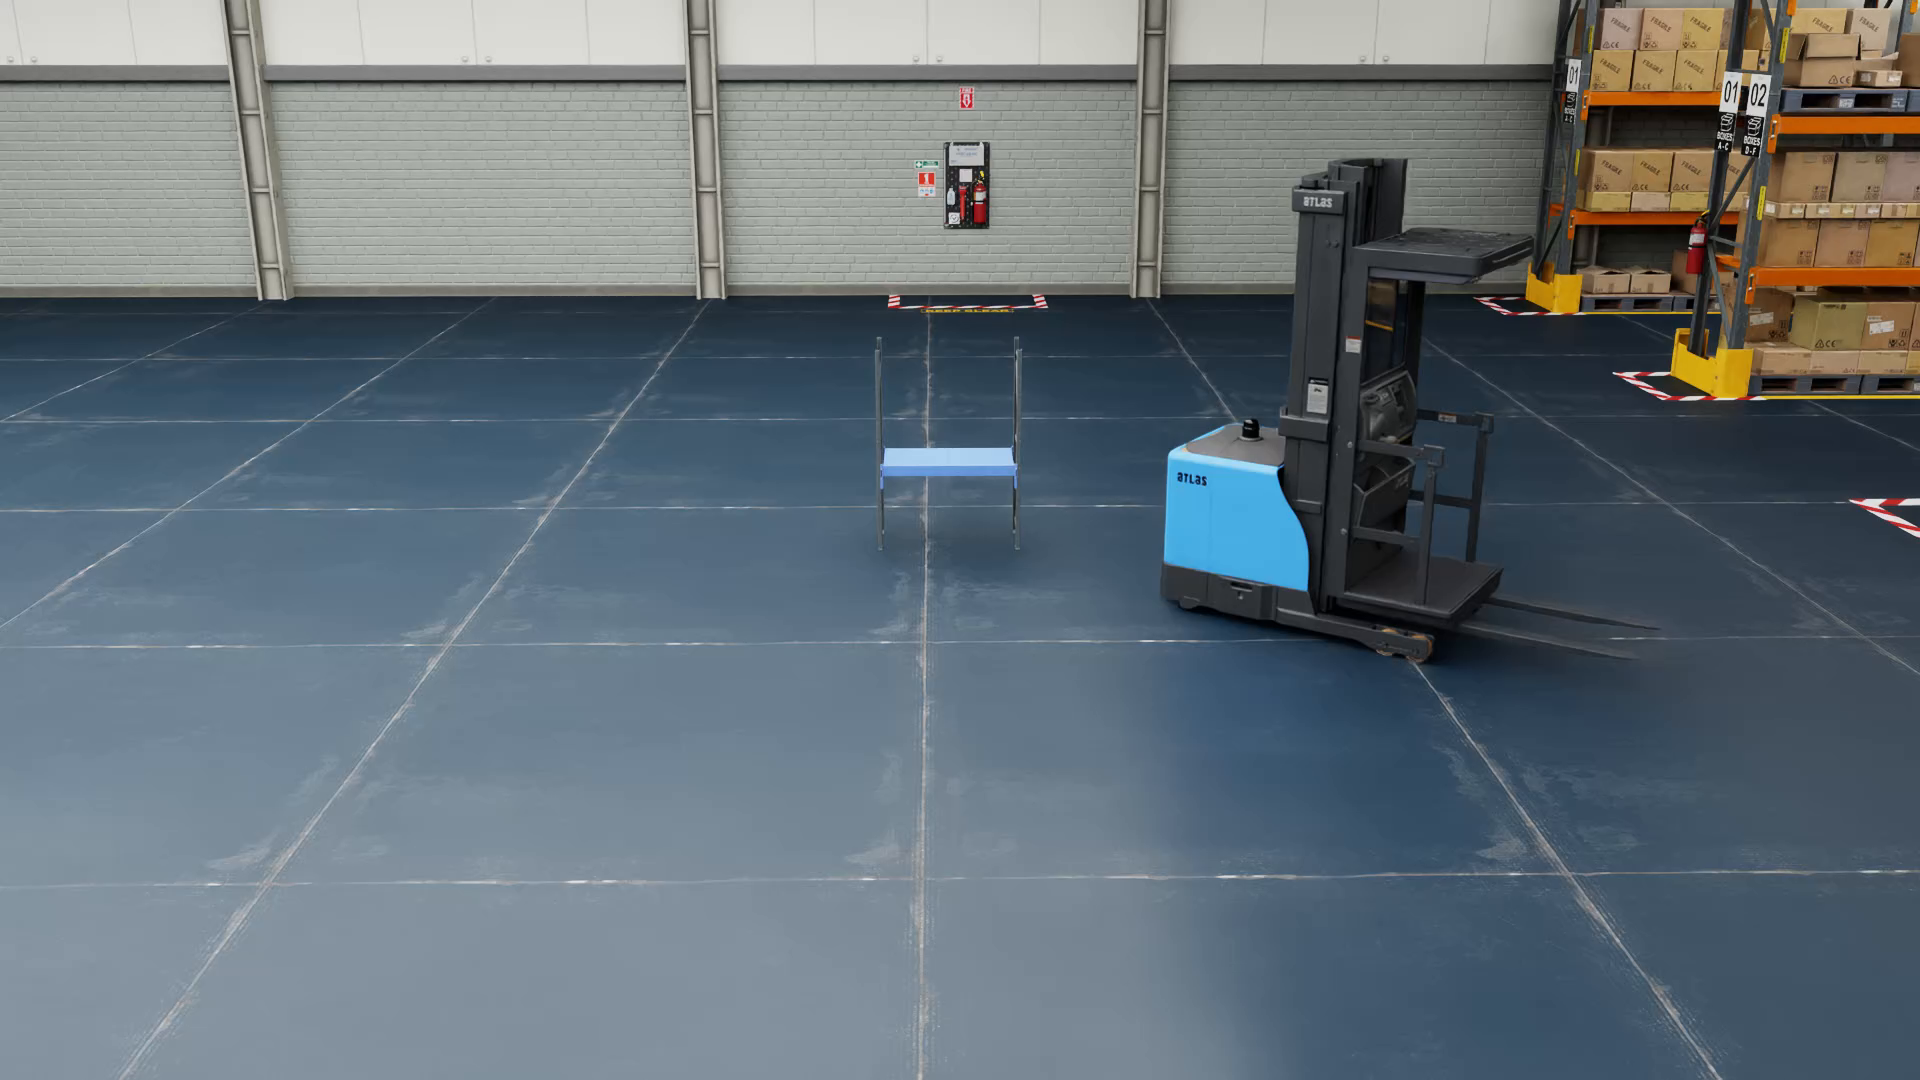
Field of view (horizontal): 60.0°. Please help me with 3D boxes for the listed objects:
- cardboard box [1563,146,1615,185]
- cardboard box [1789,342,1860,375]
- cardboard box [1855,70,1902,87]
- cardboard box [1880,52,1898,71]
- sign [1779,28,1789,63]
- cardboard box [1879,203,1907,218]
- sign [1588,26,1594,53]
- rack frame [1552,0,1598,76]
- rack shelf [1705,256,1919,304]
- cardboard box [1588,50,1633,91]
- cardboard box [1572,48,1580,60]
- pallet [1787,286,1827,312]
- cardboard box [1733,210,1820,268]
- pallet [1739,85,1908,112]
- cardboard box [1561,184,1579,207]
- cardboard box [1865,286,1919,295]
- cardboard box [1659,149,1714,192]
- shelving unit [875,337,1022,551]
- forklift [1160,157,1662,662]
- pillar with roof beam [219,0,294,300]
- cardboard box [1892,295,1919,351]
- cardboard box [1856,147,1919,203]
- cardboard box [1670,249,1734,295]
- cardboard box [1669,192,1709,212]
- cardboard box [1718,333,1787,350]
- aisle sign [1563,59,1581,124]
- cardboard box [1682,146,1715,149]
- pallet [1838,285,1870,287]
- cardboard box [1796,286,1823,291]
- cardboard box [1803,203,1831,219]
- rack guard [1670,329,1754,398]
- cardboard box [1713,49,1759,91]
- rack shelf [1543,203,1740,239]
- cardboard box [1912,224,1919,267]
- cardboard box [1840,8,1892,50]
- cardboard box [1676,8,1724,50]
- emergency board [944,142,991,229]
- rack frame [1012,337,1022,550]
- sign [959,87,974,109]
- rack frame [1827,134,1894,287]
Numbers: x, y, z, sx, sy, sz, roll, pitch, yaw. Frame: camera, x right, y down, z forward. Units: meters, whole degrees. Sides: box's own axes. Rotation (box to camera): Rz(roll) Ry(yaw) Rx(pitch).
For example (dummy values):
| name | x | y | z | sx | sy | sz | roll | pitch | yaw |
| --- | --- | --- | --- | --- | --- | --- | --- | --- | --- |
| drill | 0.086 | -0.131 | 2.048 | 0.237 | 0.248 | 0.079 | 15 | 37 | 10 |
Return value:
| name | x | y | z | sx | sy | sz | roll | pitch | yaw |
| --- | --- | --- | --- | --- | --- | --- | --- | --- | --- |
| cardboard box | 8.352 | -4.946 | 22.040 | 0.500 | 0.500 | 0.500 | 0 | 18 | -1 |
| cardboard box | 9.005 | -1.900 | 17.372 | 0.500 | 0.250 | 0.500 | 0 | 18 | -1 |
| cardboard box | 9.145 | -4.598 | 16.554 | 0.250 | 0.149 | 0.380 | 0 | 18 | -1 |
| cardboard box | 9.669 | -4.812 | 16.956 | 0.500 | 0.311 | 0.500 | 2 | 18 | 6 |
| sign | 7.968 | -4.783 | 16.077 | 0.005 | 0.325 | 0.100 | 0 | 18 | -1 |
| cardboard box | 9.394 | -3.369 | 16.913 | 0.250 | 0.149 | 0.380 | -1 | 18 | -3 |
| sign | 7.892 | -6.262 | 20.817 | 0.005 | 0.325 | 0.100 | 0 | 18 | -1 |
| rack frame | 7.884 | -7.440 | 21.009 | 0.127 | 3.000 | 1.000 | 0 | 18 | -1 |
| rack shelf | 9.965 | -2.738 | 17.349 | 4.000 | 0.370 | 1.077 | 0 | 18 | -1 |
| cardboard box | 8.222 | -5.994 | 21.216 | 0.500 | 0.500 | 0.500 | 0 | 18 | 1 |
| cardboard box | 8.297 | -6.148 | 21.696 | 0.500 | 0.500 | 0.500 | 1 | 18 | 3 |
| pallet | 11.212 | -3.261 | 22.368 | 1.213 | 0.211 | 1.003 | 0 | 18 | -1 |
| cardboard box | 8.433 | -3.117 | 17.189 | 0.500 | 0.500 | 0.700 | 0 | 18 | -1 |
| pallet | 8.673 | -4.452 | 16.751 | 1.213 | 0.211 | 1.003 | 0 | 18 | -1 |
| cardboard box | 8.348 | -4.583 | 22.137 | 0.500 | 0.250 | 0.500 | 0 | 18 | 0 |
| cardboard box | 9.997 | -2.423 | 17.777 | 0.500 | 0.500 | 0.500 | 0 | 18 | -1 |
| cardboard box | 9.377 | -4.789 | 21.552 | 0.500 | 0.500 | 0.500 | -1 | 18 | -3 |
| shelving unit | -0.085 | -0.714 | 12.317 | 1.048 | 1.500 | 0.538 | 0 | 18 | -1 |
| forklift | 2.856 | -0.829 | 10.334 | 3.031 | 2.935 | 1.130 | 11 | 21 | 32 |
| pillar with roof beam | -9.360 | -6.306 | 17.474 | 0.400 | 9.000 | 9.100 | 0 | 18 | -1 |
| cardboard box | 10.005 | -2.260 | 17.267 | 0.500 | 0.500 | 0.500 | 0 | 18 | -1 |
| cardboard box | 9.515 | -3.742 | 17.013 | 0.500 | 0.500 | 0.700 | 0 | 18 | -1 |
| cardboard box | 9.881 | -3.570 | 22.137 | 0.500 | 0.500 | 0.700 | -1 | 18 | -4 |
| cardboard box | 9.405 | -4.435 | 21.674 | 0.500 | 0.250 | 0.500 | -1 | 18 | -2 |
| cardboard box | 8.497 | -2.054 | 17.855 | 0.500 | 0.250 | 0.500 | 0 | 18 | -1 |
| aisle sign | 7.817 | -5.730 | 21.242 | 0.004 | 0.787 | 0.394 | 0 | 18 | -1 |
| cardboard box | 9.876 | -4.952 | 22.058 | 0.500 | 0.500 | 0.500 | 0 | 18 | 0 |
| pallet | 12.662 | -3.279 | 22.425 | 1.213 | 0.211 | 1.003 | 0 | 18 | -1 |
| cardboard box | 11.349 | -3.452 | 22.315 | 0.250 | 0.166 | 0.380 | -3 | 18 | -8 |
| cardboard box | 8.625 | -3.365 | 16.902 | 0.250 | 0.149 | 0.380 | -1 | 18 | -2 |
| rack guard | 7.942 | -1.880 | 17.591 | 0.348 | 0.500 | 1.175 | 0 | 18 | -1 |
| cardboard box | 9.814 | -5.999 | 21.230 | 0.500 | 0.500 | 0.500 | 1 | 18 | 3 |
| rack shelf | 9.884 | -4.251 | 22.066 | 4.000 | 0.370 | 1.077 | 0 | 18 | -1 |
| cardboard box | 9.981 | -3.125 | 17.215 | 0.500 | 0.500 | 0.700 | 0 | 18 | 1 |
| cardboard box | 11.387 | -6.479 | 21.091 | 0.500 | 0.500 | 0.500 | -2 | 18 | -6 |
| cardboard box | 9.287 | -6.466 | 21.049 | 0.500 | 0.500 | 0.500 | 0 | 18 | 1 |
| emergency board | 0.099 | -4.822 | 22.669 | 0.643 | 1.169 | 0.194 | 0 | 18 | -1 |
| rack frame | 0.423 | -0.716 | 12.325 | 0.032 | 1.500 | 0.500 | 0 | 18 | -1 |
| sign | 0.090 | -5.956 | 22.409 | 0.199 | 0.298 | 0.001 | 0 | 18 | -1 |
| rack frame | 11.883 | -4.603 | 21.986 | 0.127 | 3.000 | 1.000 | 0 | 18 | -1 |
